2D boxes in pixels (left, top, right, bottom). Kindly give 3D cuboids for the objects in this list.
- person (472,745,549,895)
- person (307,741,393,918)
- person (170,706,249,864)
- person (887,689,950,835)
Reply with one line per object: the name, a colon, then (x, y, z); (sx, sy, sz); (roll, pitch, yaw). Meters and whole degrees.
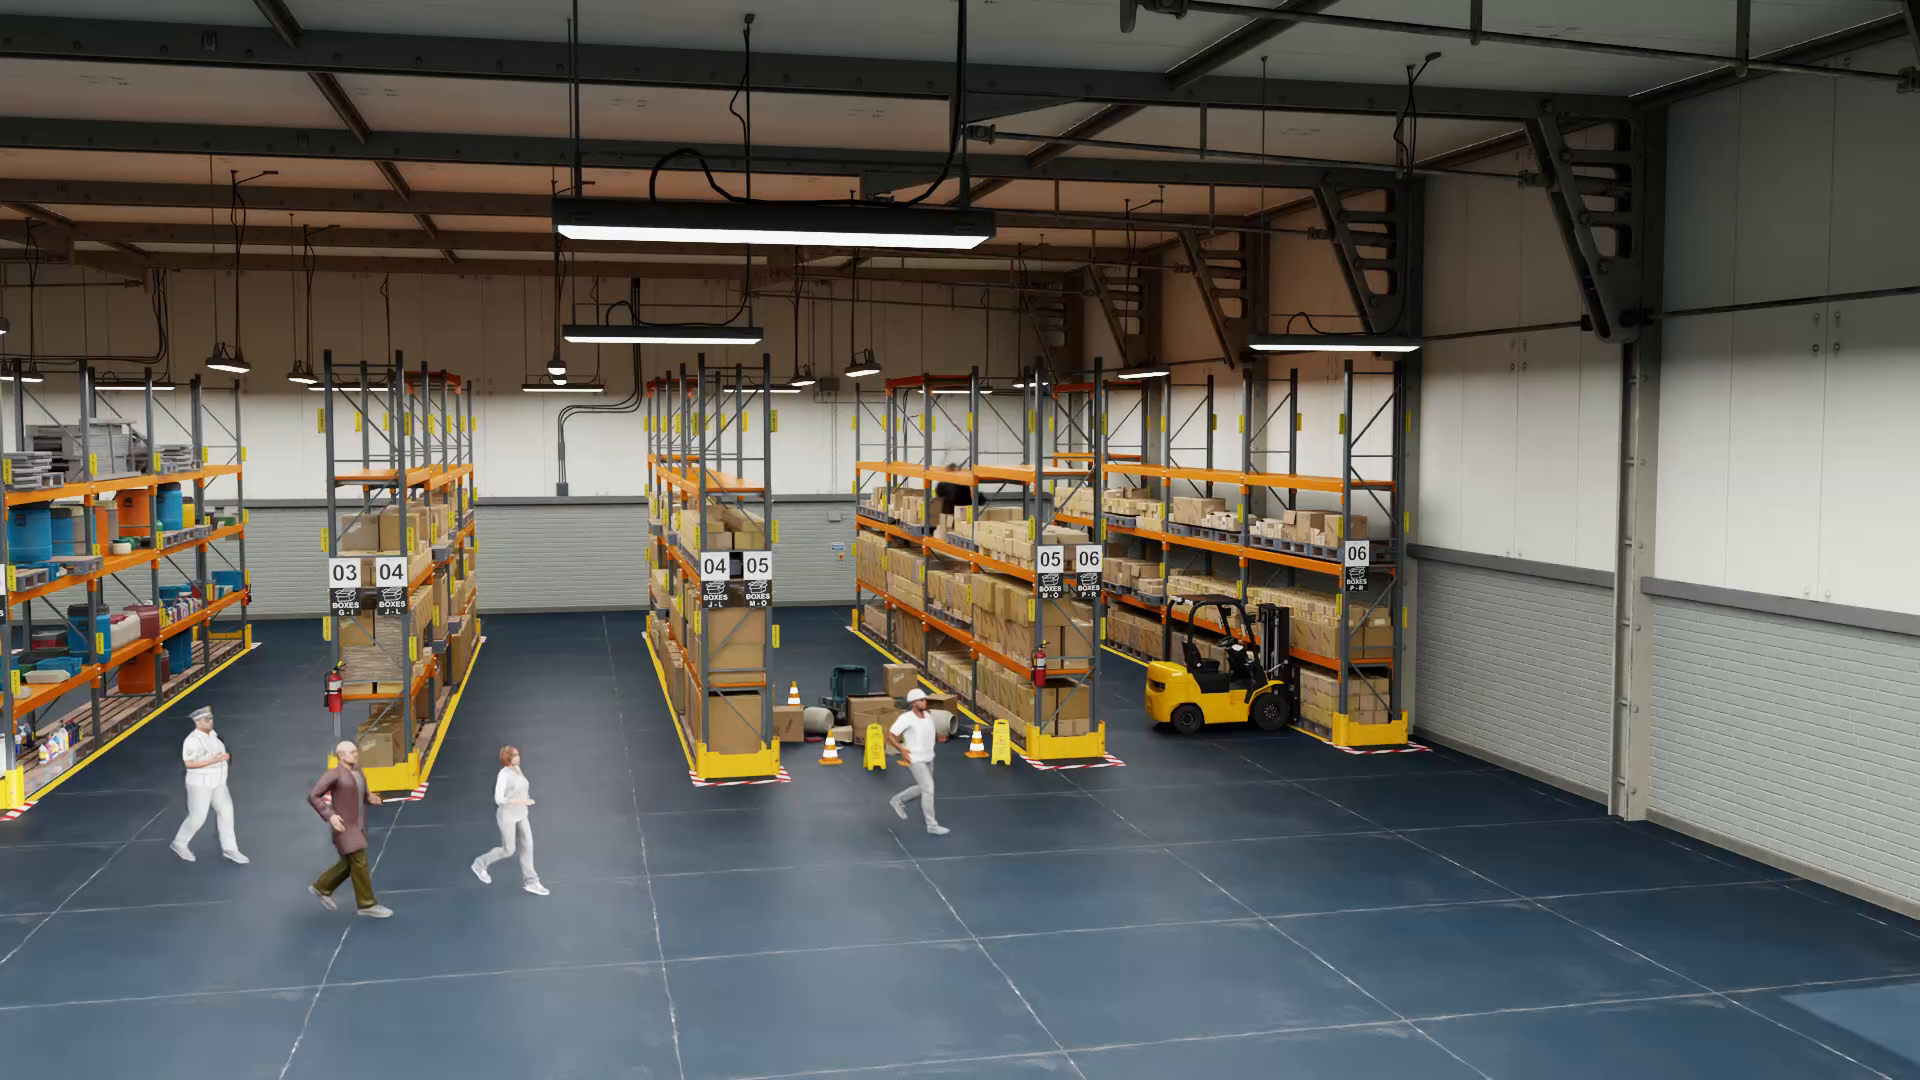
person: (-4.783, 2.967, 17.669); (0.872, 1.593, 0.540); (1, 4, 15)
person: (-6.192, 2.915, 16.849); (0.950, 1.768, 0.715); (1, 4, 8)
person: (-8.544, 2.776, 18.869); (0.894, 1.800, 0.652); (1, 4, 15)
person: (-0.509, 2.697, 20.409); (0.954, 1.745, 0.711); (3, 5, 32)
